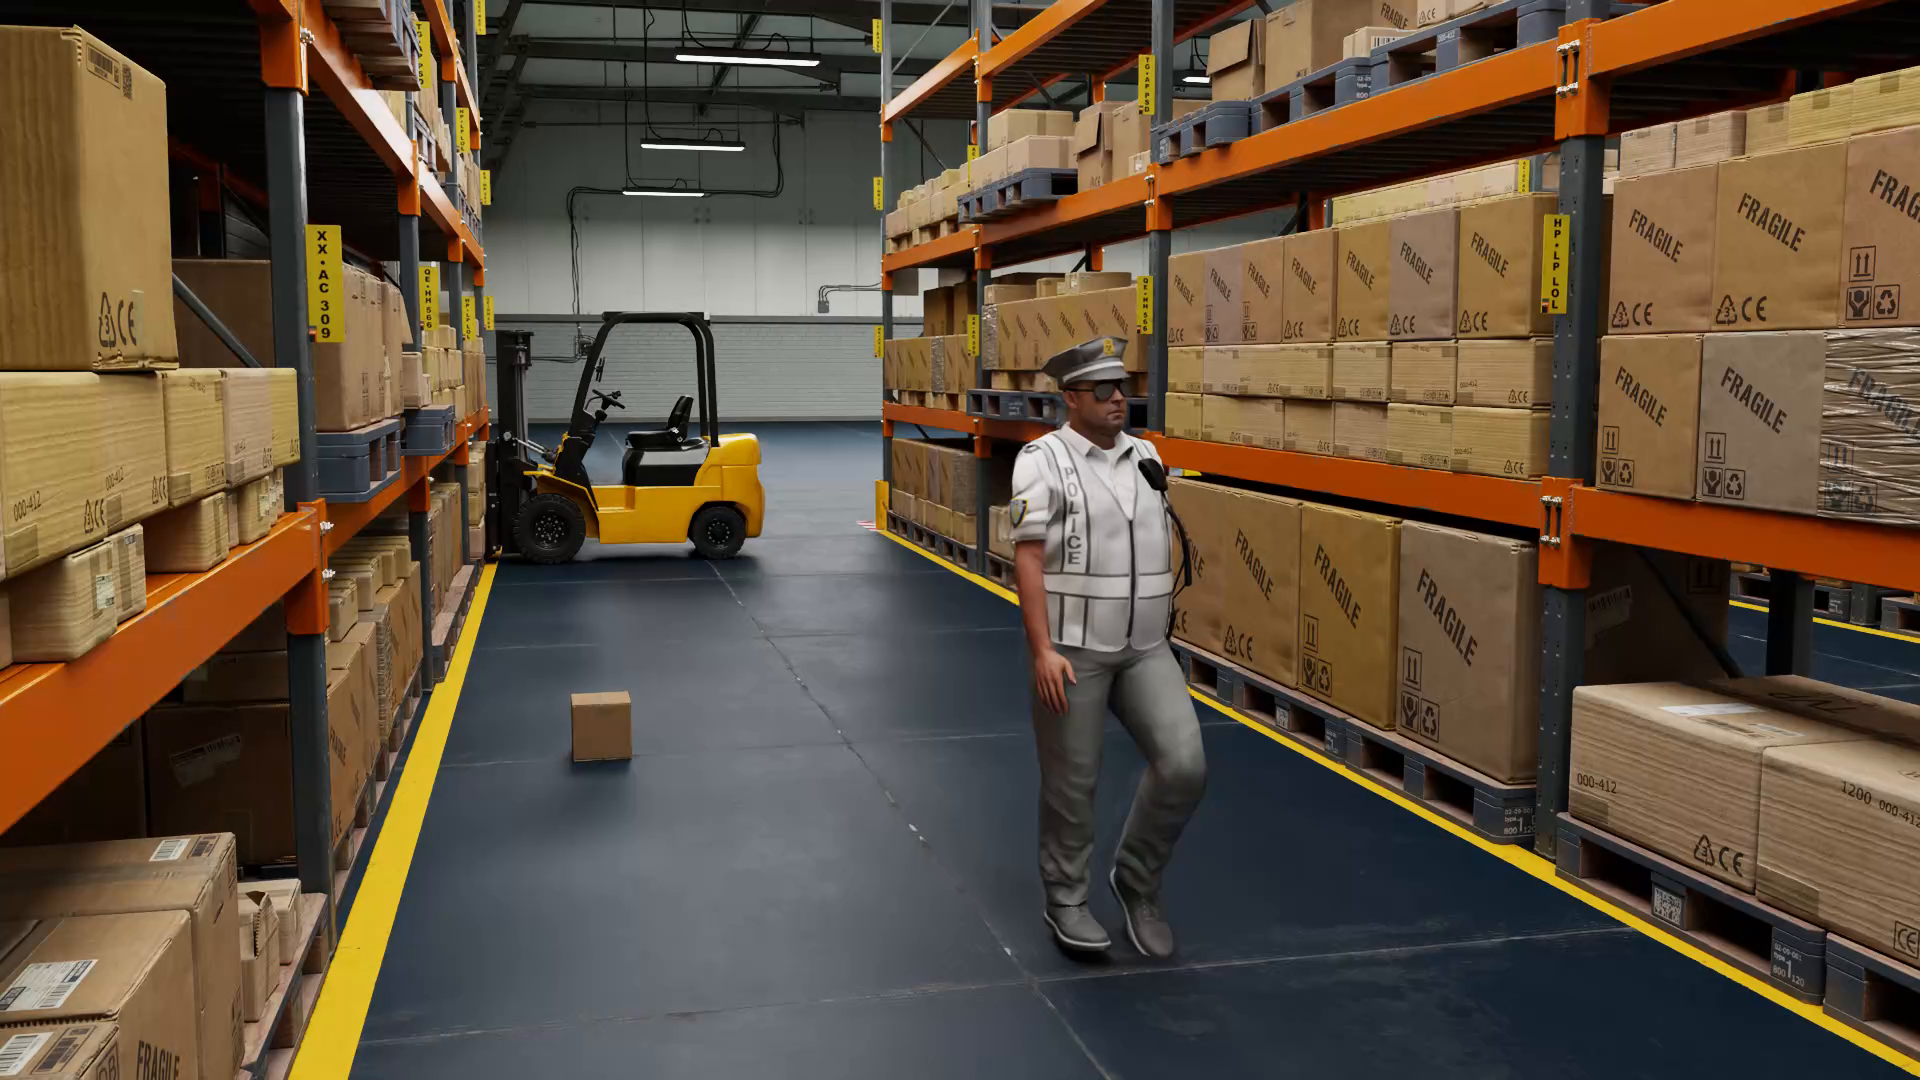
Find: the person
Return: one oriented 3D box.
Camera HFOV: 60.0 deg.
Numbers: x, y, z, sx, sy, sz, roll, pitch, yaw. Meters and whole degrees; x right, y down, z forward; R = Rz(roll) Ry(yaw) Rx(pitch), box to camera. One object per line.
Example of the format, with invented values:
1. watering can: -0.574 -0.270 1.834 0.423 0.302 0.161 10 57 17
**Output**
1. person: 0.418 0.329 4.771 0.535 1.824 0.477 -3 7 -25
